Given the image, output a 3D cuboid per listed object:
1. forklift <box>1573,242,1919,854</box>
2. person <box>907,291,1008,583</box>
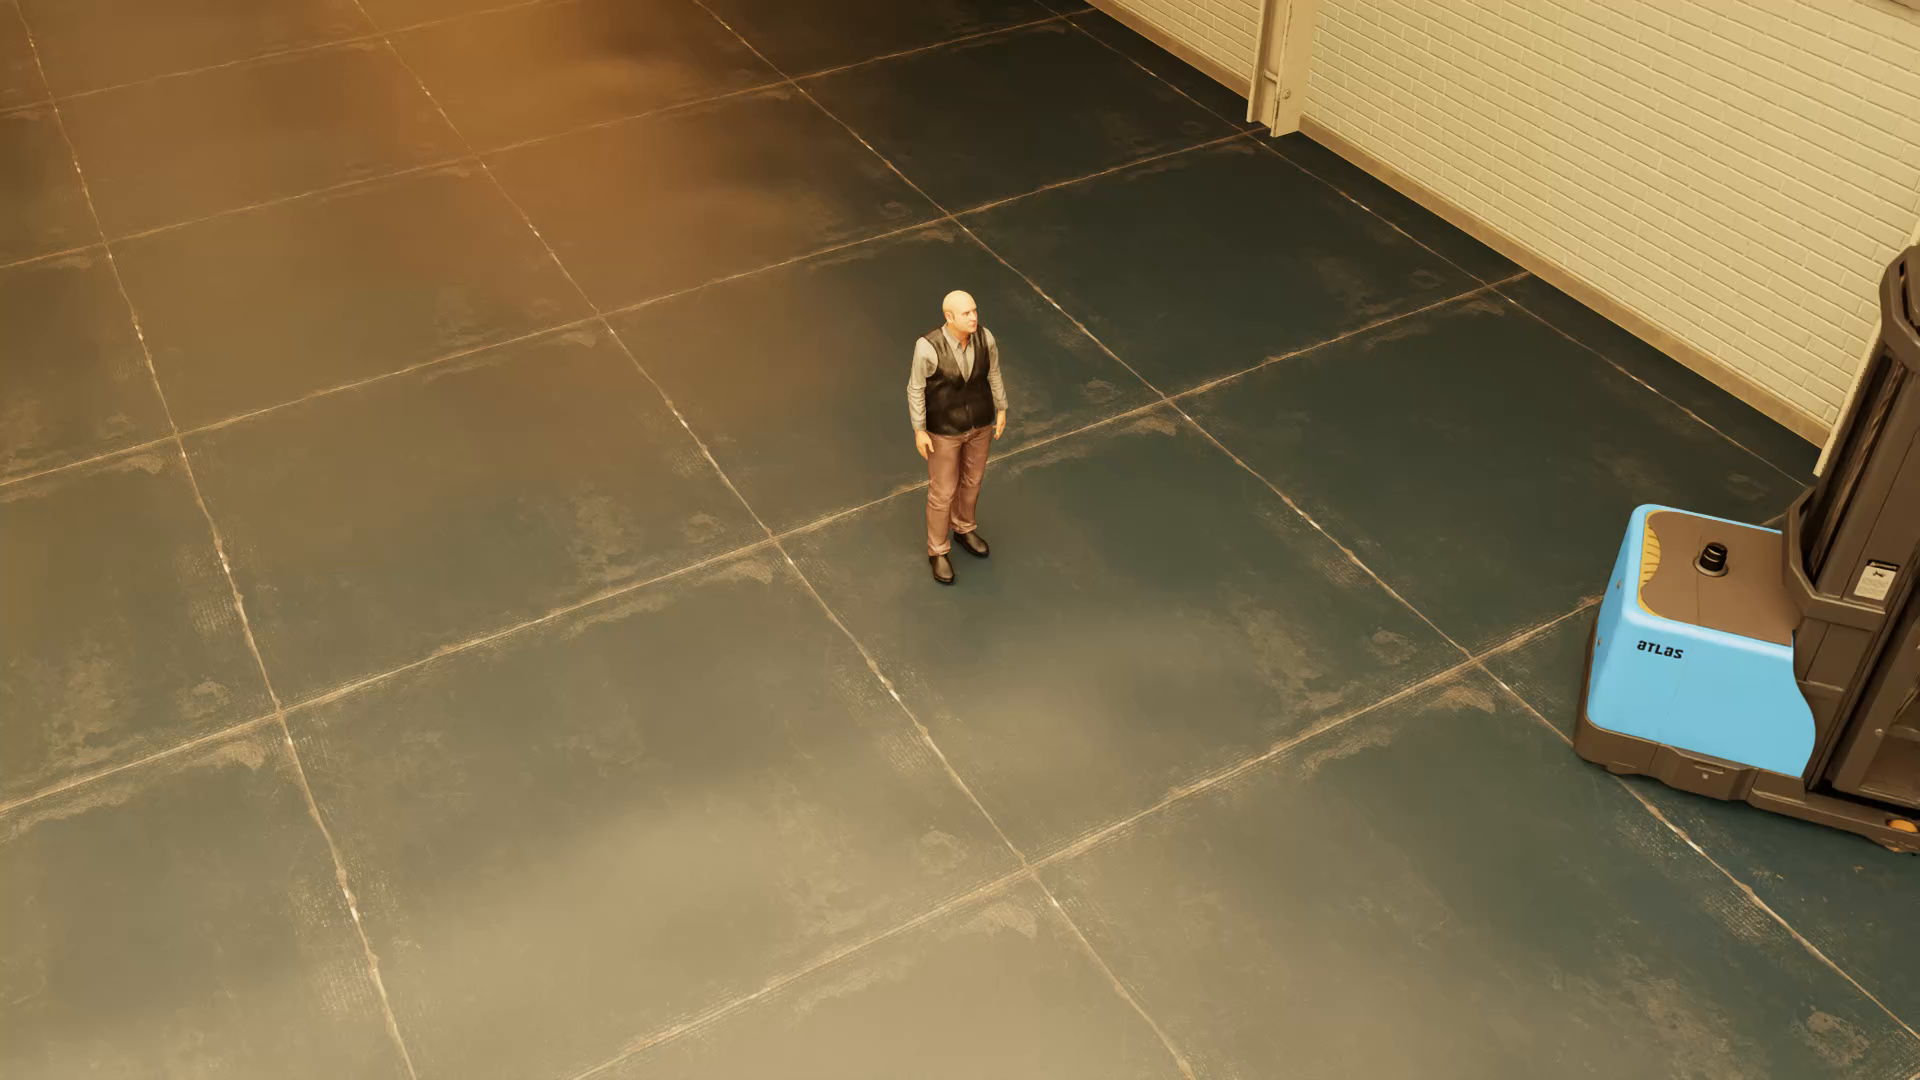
[{"bbox_3d":[4.851,0.110,7.903,3.031,2.935,1.130,14,42,16],"label":"forklift"},{"bbox_3d":[0.025,-0.631,9.733,0.633,1.722,0.566,-20,44,-23],"label":"person"}]
